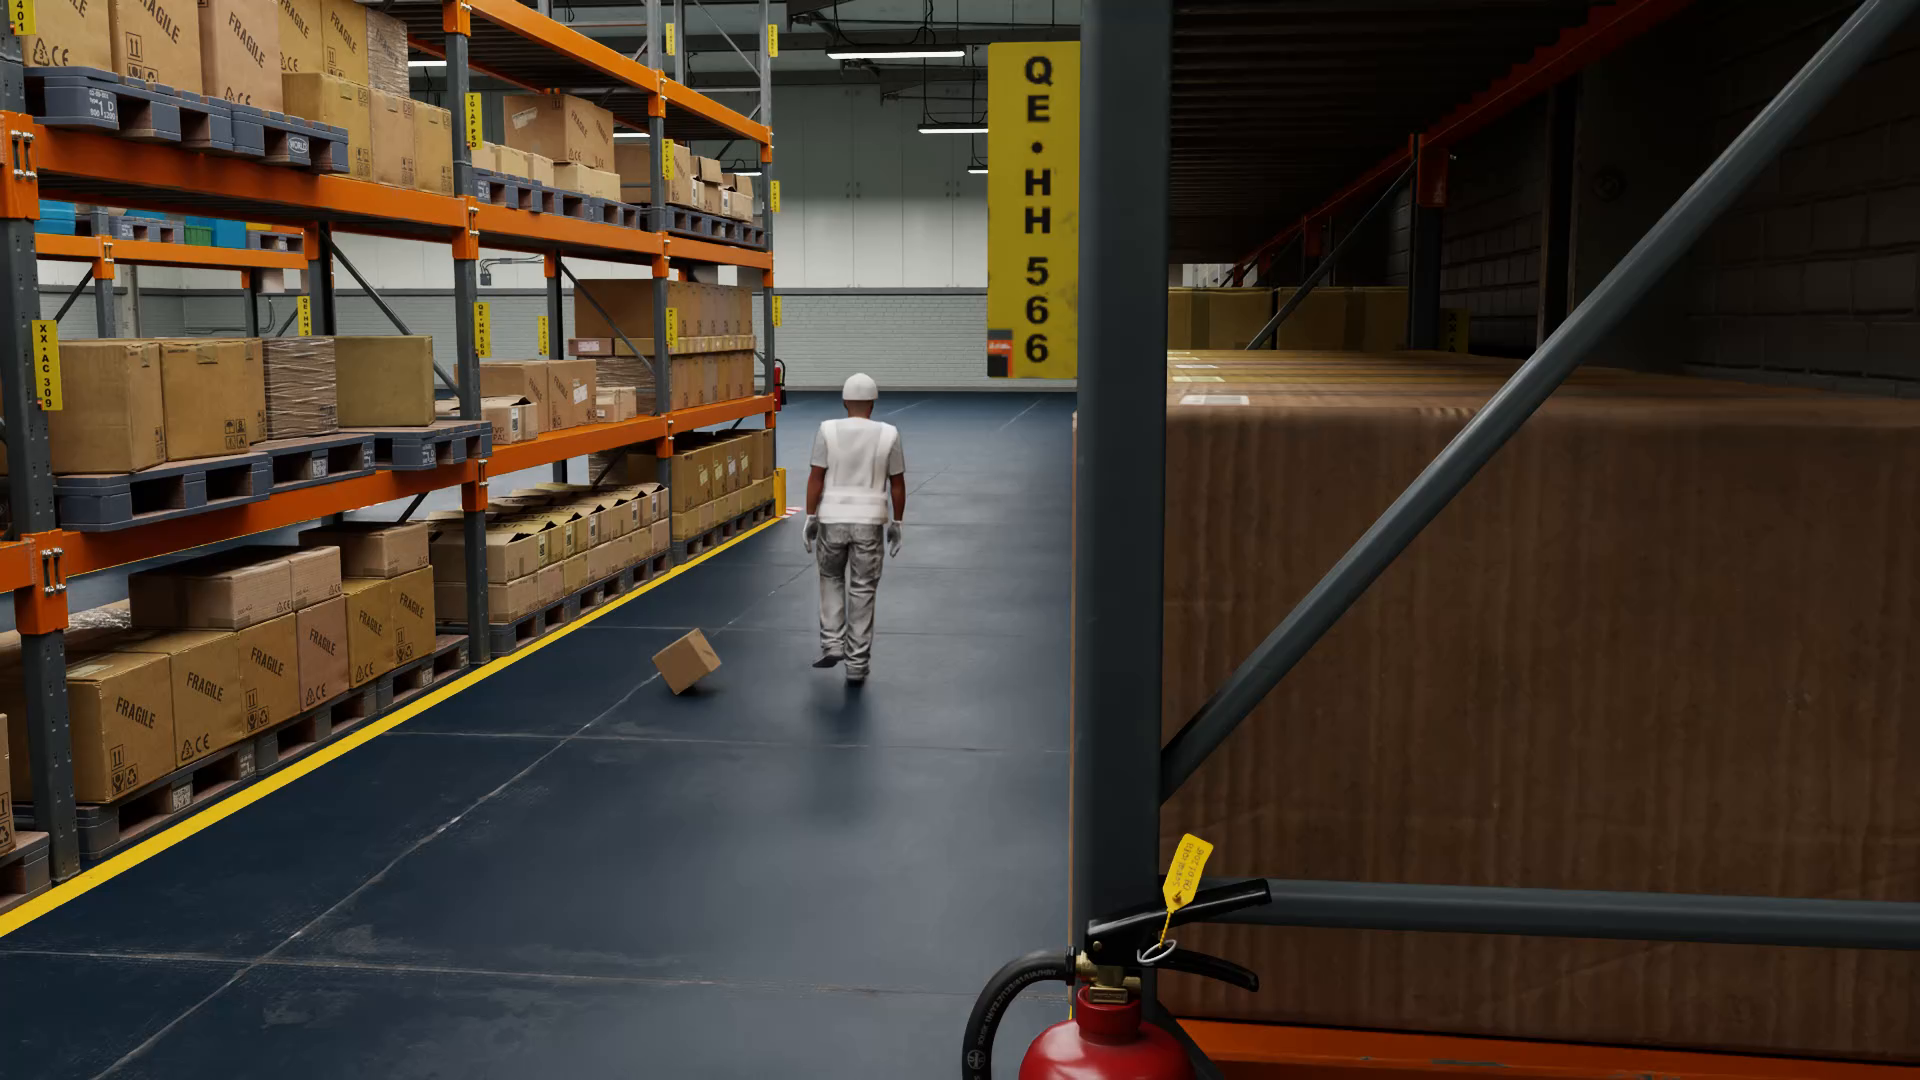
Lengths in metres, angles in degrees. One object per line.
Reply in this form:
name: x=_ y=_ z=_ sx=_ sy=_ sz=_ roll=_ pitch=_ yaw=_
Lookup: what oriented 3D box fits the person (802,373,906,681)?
person: x=-0.615 y=-0.089 z=9.742 sx=0.594 sy=1.763 sz=0.513 roll=0 pitch=7 yaw=0
